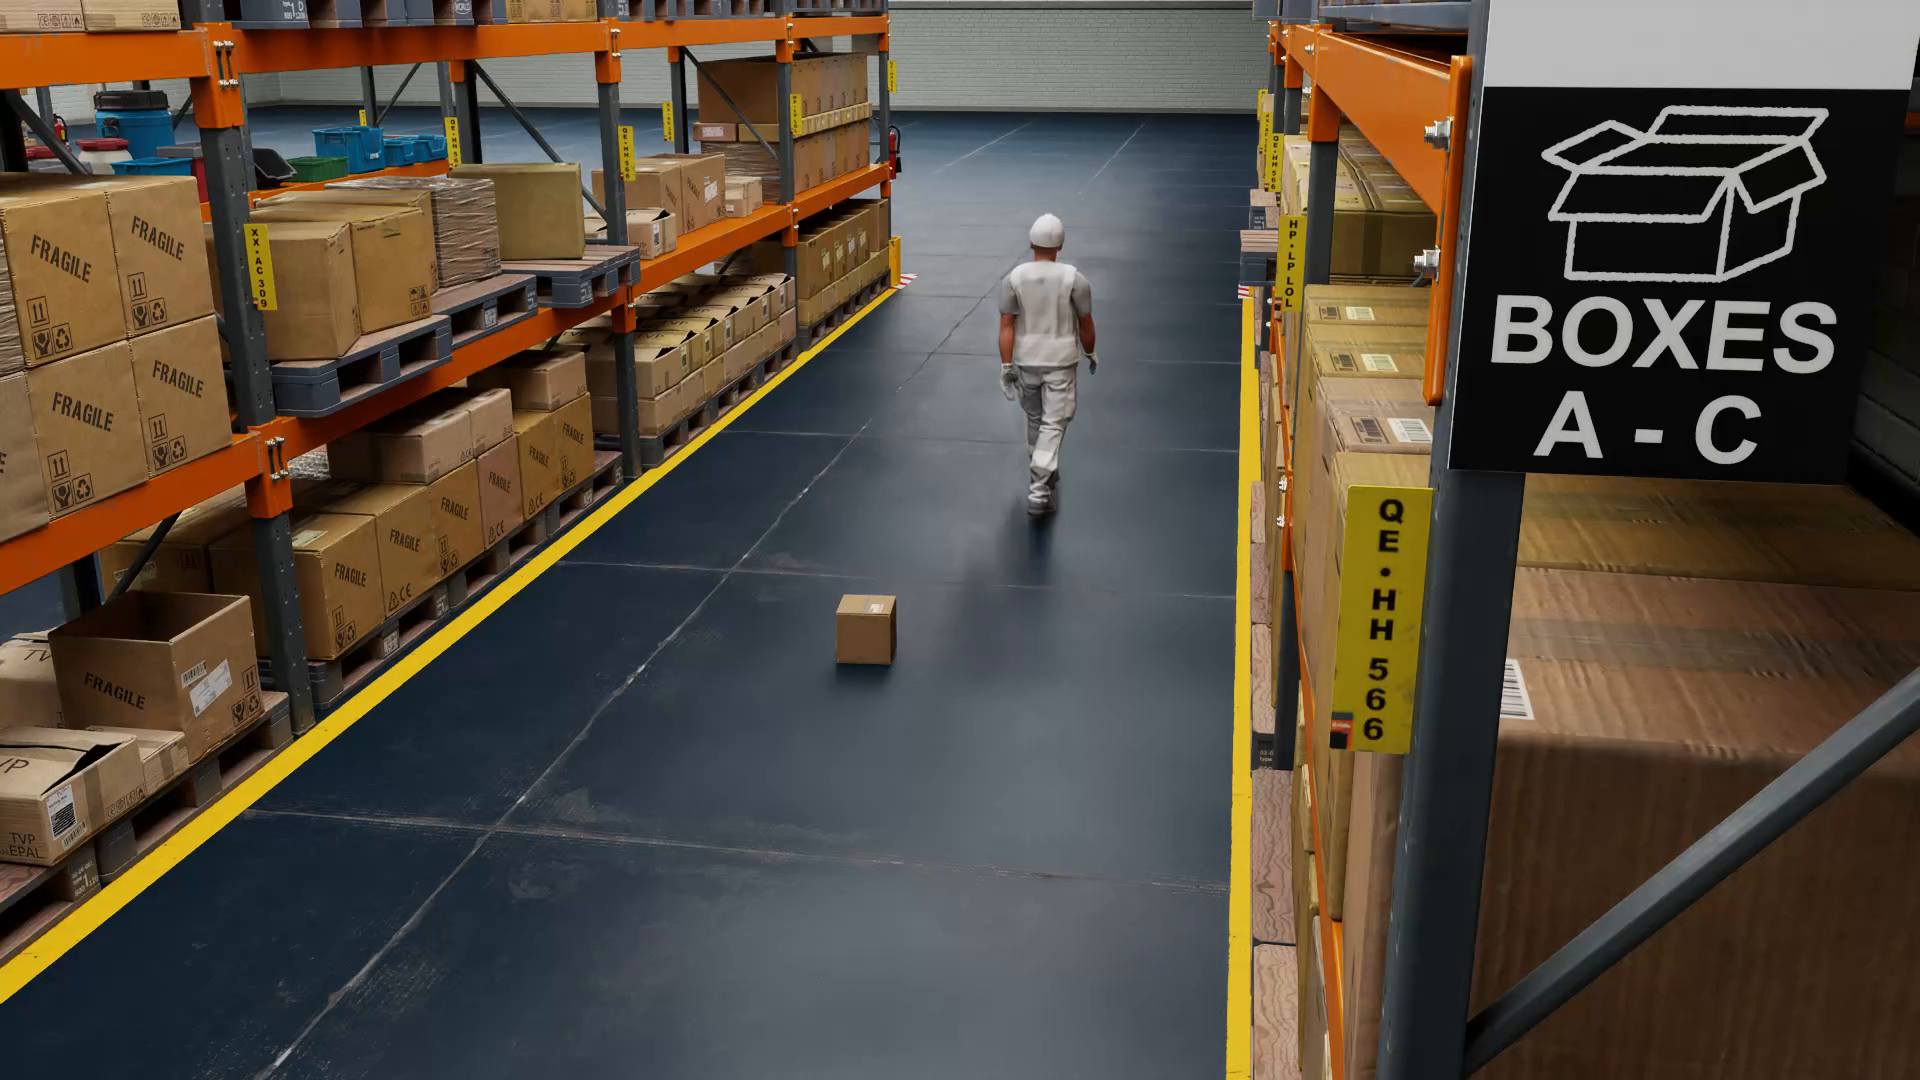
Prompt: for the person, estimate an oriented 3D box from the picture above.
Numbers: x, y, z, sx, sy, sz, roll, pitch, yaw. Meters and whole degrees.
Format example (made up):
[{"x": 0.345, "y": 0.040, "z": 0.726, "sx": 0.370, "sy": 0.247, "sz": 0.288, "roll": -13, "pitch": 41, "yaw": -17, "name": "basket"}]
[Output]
[{"x": 0.533, "y": -1.057, "z": 9.826, "sx": 0.527, "sy": 1.739, "sz": 1.039, "roll": 6, "pitch": 19, "yaw": 18, "name": "person"}]
